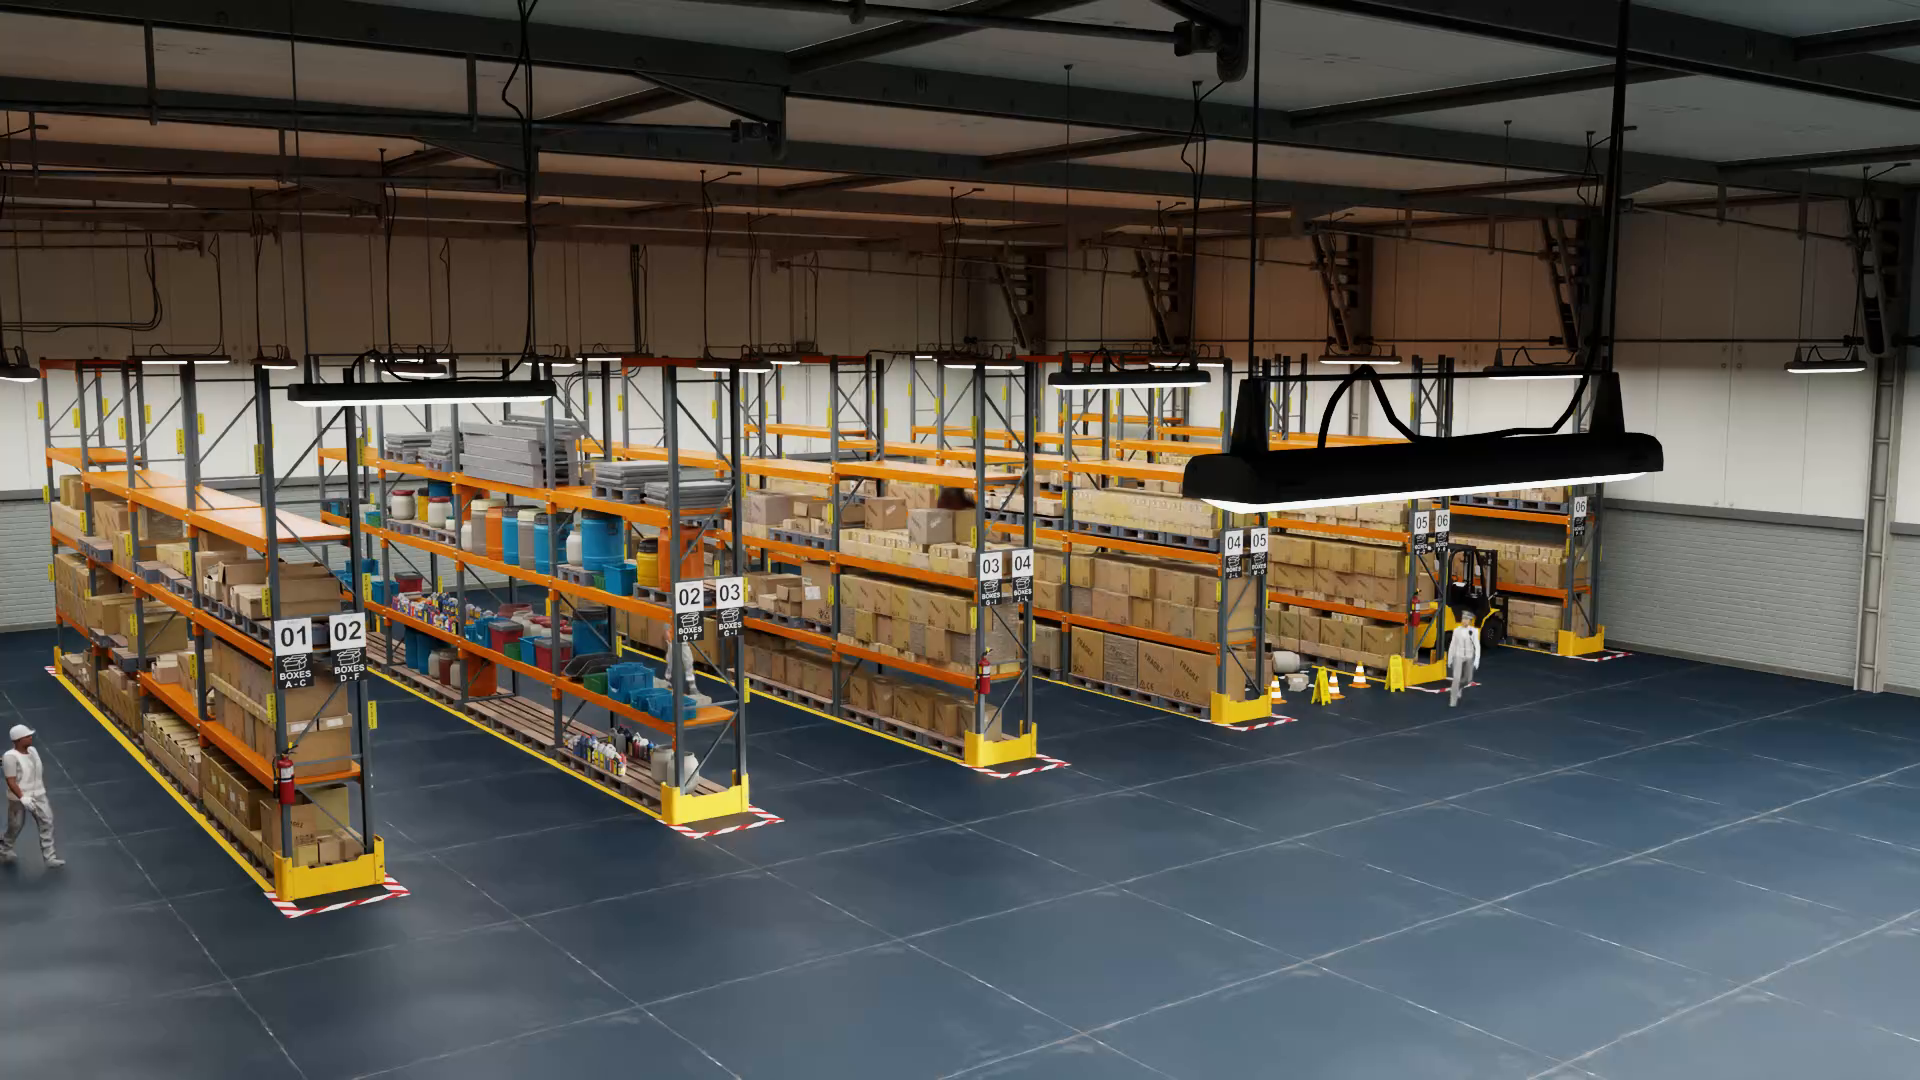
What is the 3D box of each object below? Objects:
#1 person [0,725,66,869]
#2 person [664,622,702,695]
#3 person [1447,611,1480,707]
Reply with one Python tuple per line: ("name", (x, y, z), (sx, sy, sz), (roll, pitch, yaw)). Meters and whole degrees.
("person", (-11.215, 3.084, 19.948), (1.033, 1.748, 0.501), (4, 8, 33))
("person", (-4.991, 1.889, 29.682), (0.542, 1.739, 0.975), (-6, 9, -39))
("person", (8.734, 2.035, 28.935), (0.540, 1.649, 0.749), (0, 7, 2))
